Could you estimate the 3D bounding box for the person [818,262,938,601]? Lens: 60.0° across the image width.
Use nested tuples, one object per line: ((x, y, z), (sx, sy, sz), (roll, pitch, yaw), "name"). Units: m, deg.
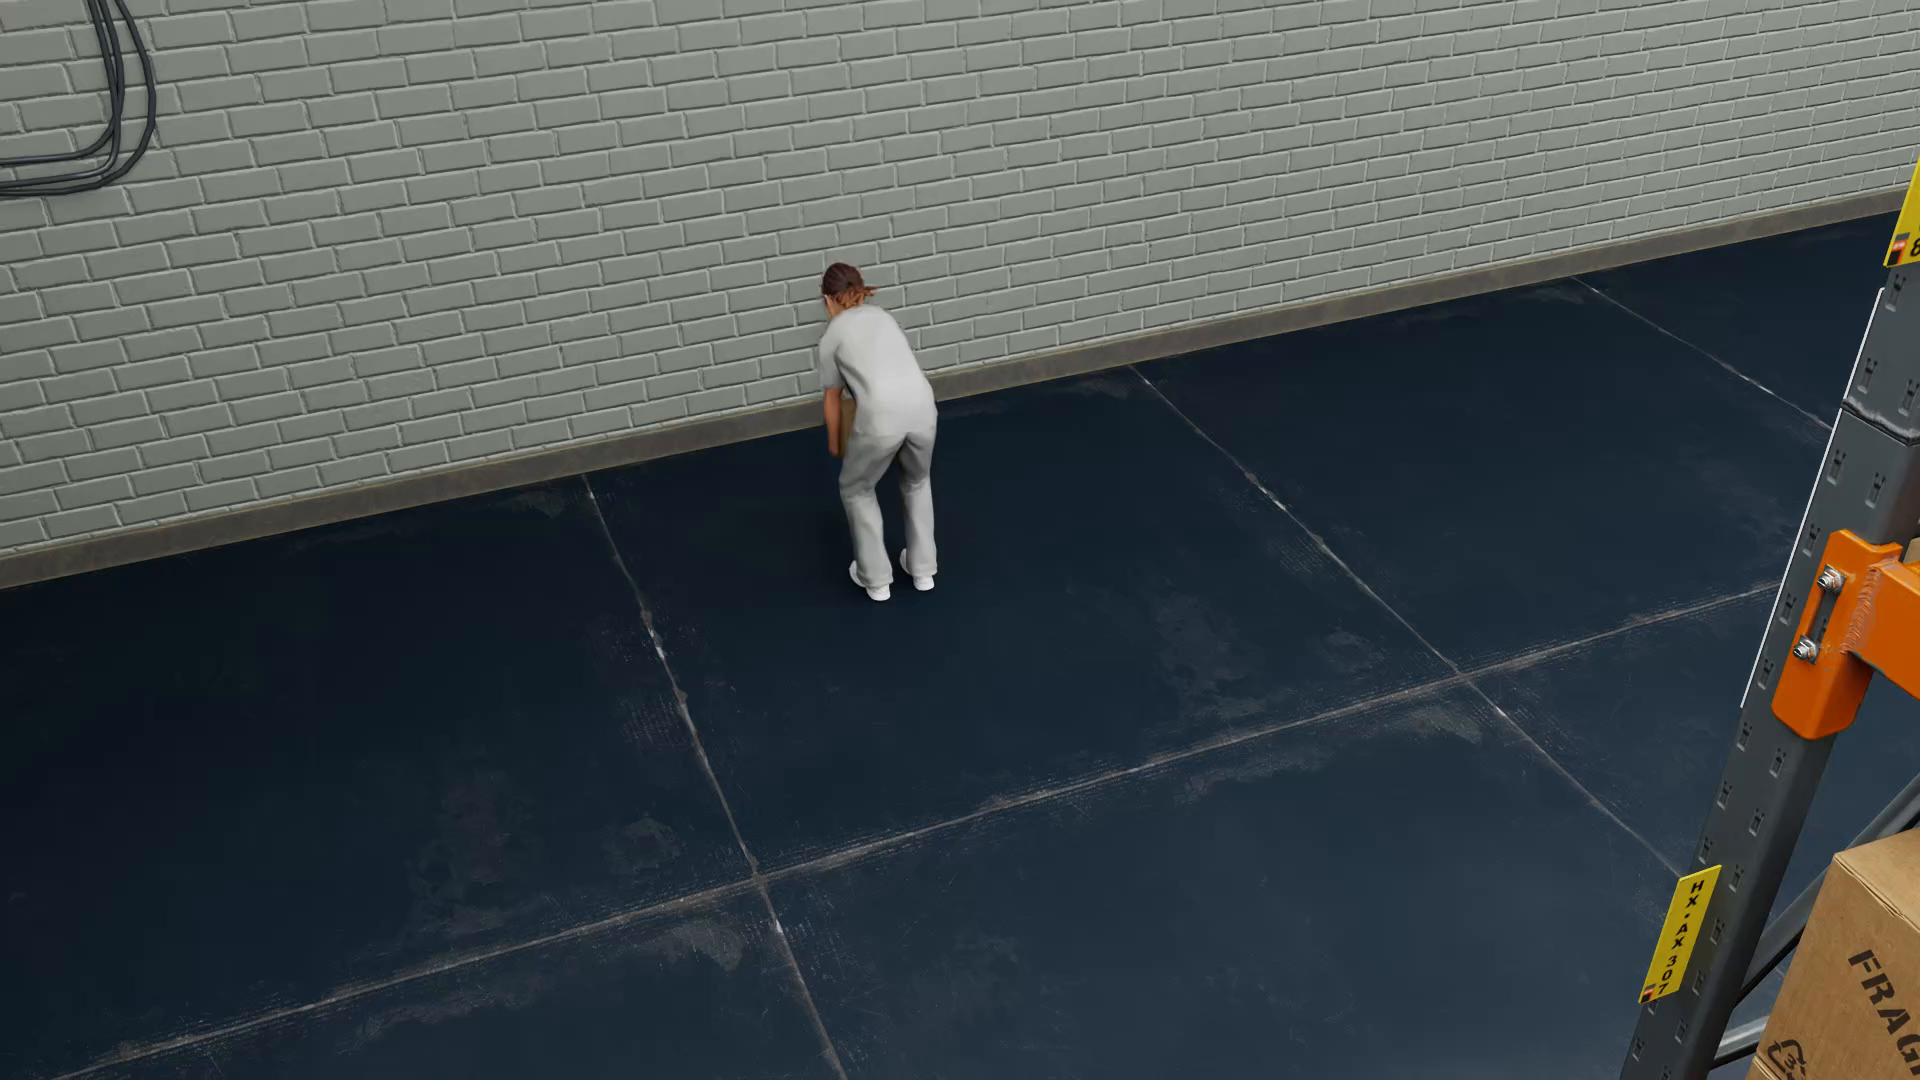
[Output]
((-0.378, -0.469, 7.178), (0.410, 1.315, 0.809), (-14, 36, -20), "person")
